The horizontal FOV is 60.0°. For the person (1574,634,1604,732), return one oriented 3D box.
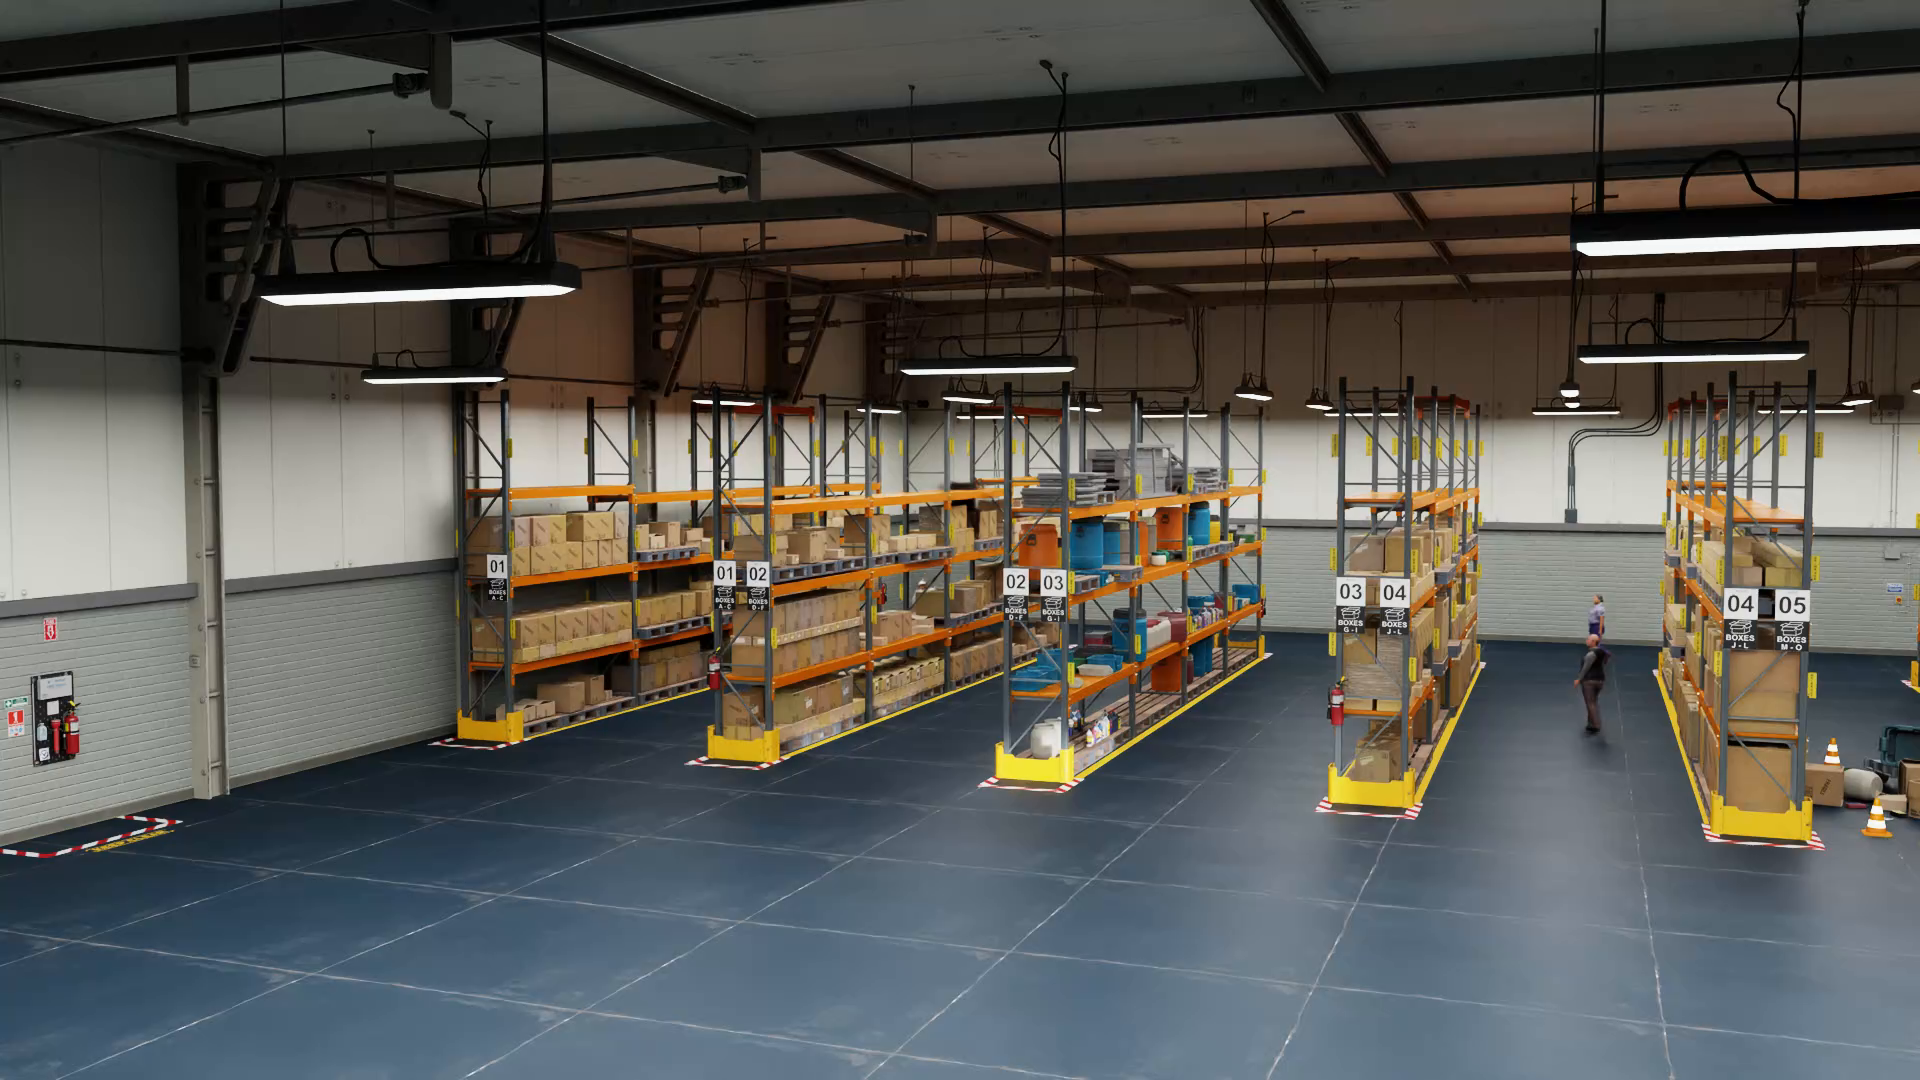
[{"bbox_3d":[11.138,2.548,29.374,0.584,1.778,0.633,-1,3,-21],"label":"person"}]

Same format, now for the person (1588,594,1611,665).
[{"bbox_3d":[14.678,2.061,38.300,0.531,1.638,0.485,1,3,10],"label":"person"}]

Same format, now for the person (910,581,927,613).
[{"bbox_3d":[-0.878,1.825,38.804,0.575,1.735,0.986,1,3,20],"label":"person"}]
